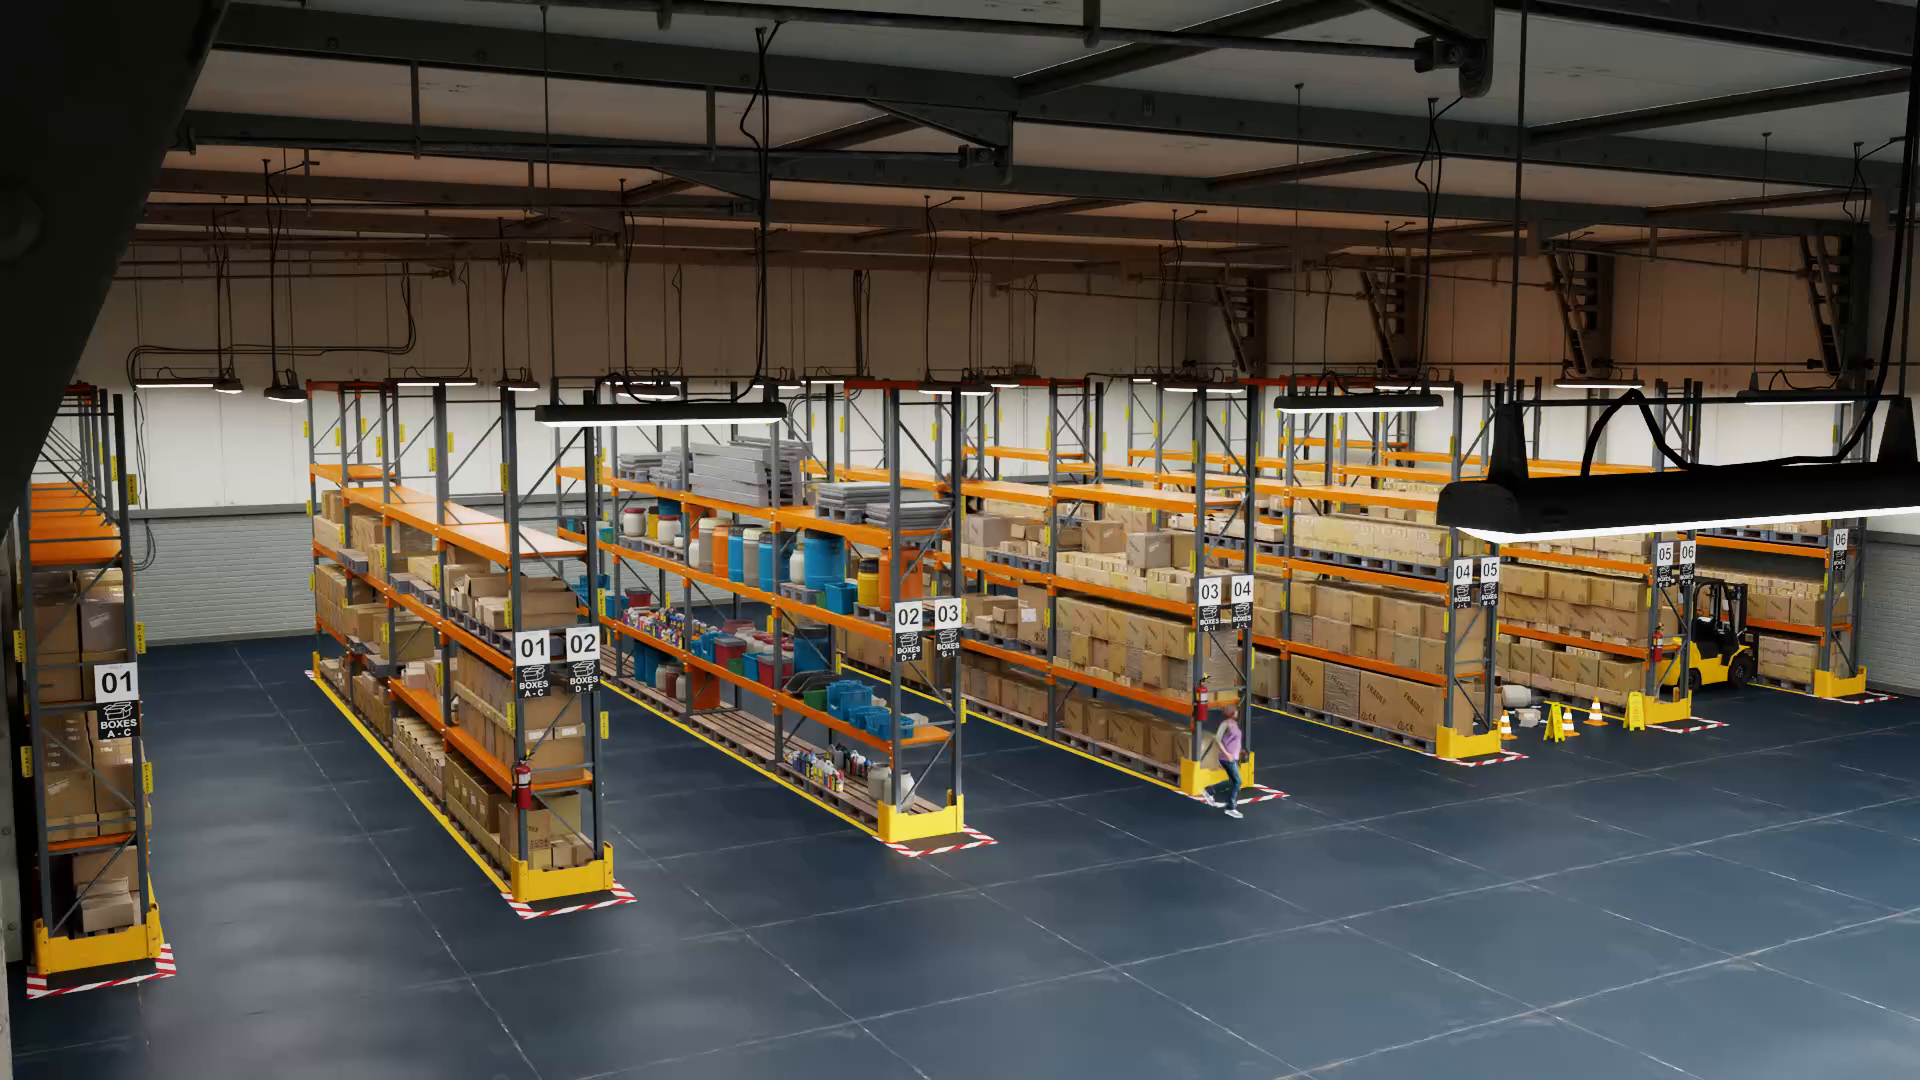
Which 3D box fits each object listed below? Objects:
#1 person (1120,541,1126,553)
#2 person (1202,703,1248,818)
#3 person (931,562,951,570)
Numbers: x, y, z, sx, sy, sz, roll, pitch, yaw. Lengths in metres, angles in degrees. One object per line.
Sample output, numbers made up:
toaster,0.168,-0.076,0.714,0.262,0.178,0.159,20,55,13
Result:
person,4.406,0.748,44.556,0.776,1.726,0.661,0,6,1
person,3.732,3.084,23.417,0.613,1.568,0.587,3,7,24
person,-0.490,1.108,41.408,0.860,1.692,0.582,-5,8,-39
